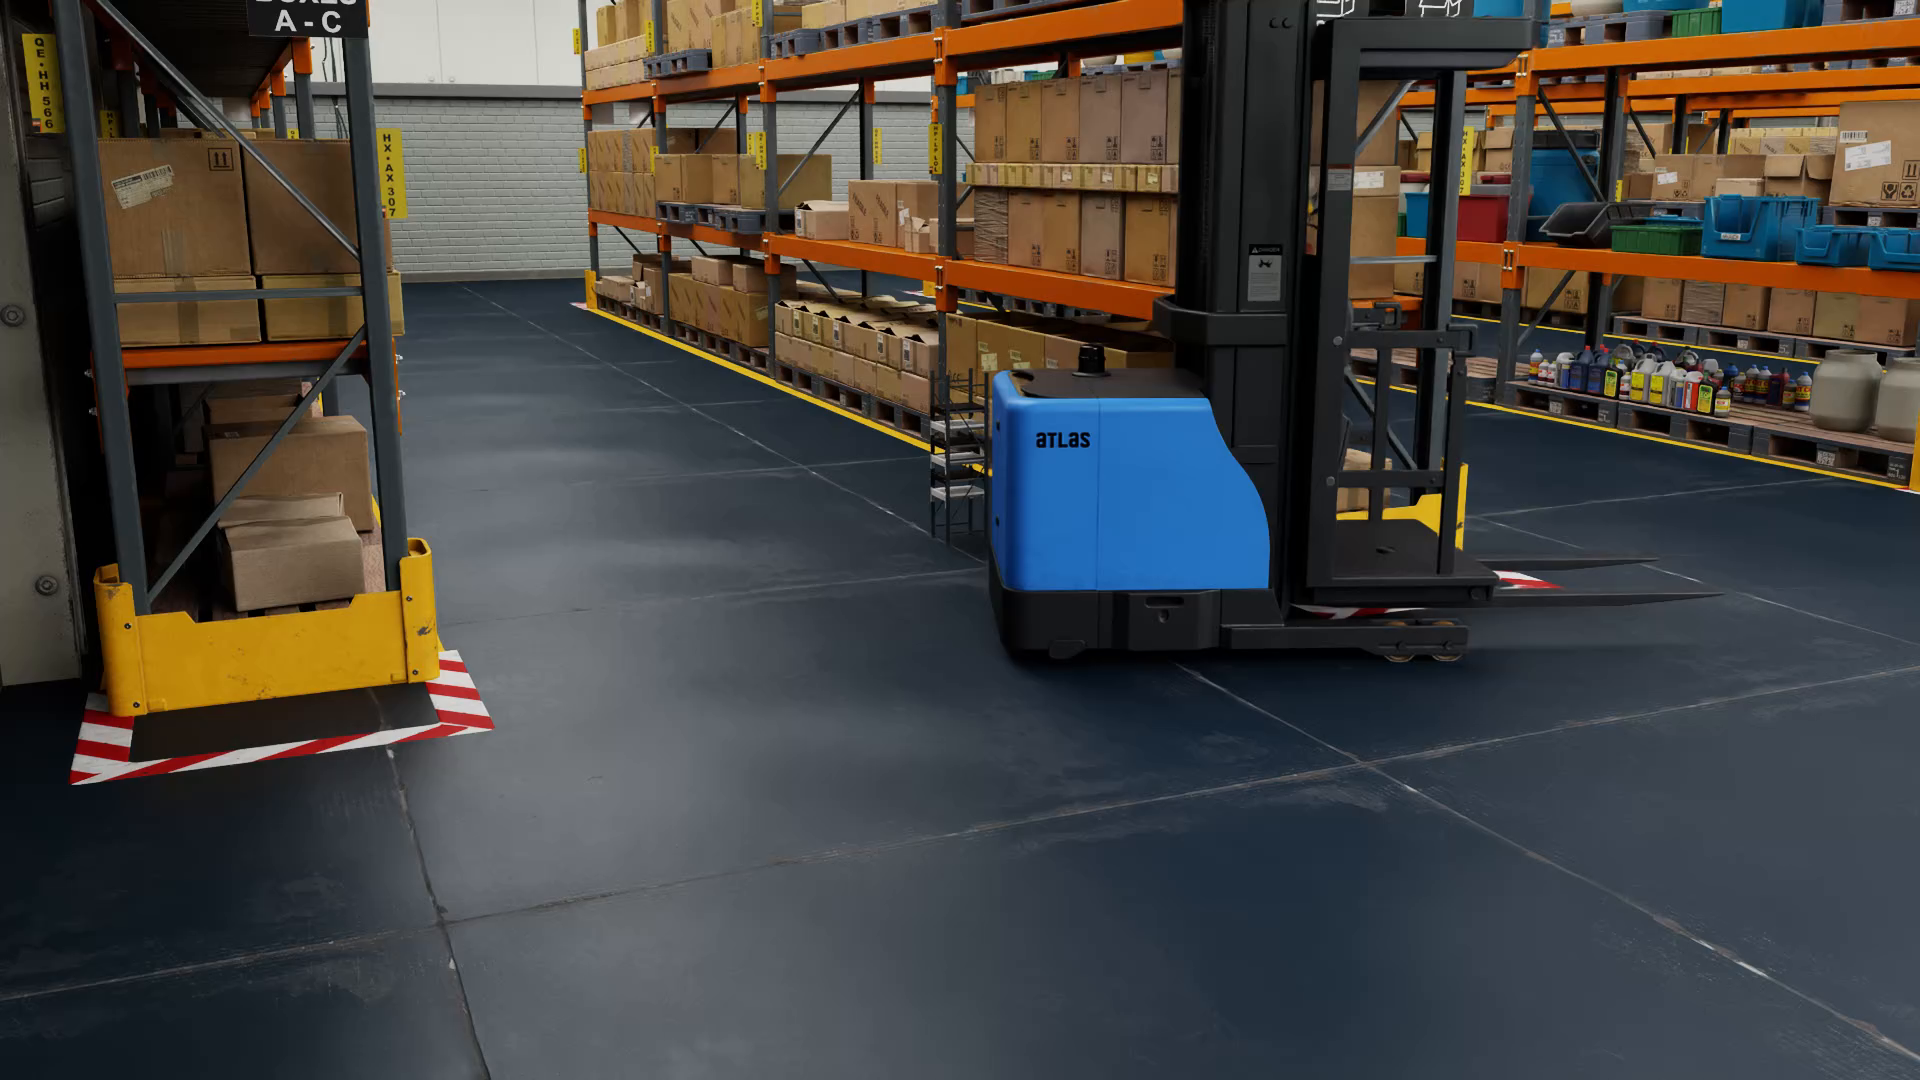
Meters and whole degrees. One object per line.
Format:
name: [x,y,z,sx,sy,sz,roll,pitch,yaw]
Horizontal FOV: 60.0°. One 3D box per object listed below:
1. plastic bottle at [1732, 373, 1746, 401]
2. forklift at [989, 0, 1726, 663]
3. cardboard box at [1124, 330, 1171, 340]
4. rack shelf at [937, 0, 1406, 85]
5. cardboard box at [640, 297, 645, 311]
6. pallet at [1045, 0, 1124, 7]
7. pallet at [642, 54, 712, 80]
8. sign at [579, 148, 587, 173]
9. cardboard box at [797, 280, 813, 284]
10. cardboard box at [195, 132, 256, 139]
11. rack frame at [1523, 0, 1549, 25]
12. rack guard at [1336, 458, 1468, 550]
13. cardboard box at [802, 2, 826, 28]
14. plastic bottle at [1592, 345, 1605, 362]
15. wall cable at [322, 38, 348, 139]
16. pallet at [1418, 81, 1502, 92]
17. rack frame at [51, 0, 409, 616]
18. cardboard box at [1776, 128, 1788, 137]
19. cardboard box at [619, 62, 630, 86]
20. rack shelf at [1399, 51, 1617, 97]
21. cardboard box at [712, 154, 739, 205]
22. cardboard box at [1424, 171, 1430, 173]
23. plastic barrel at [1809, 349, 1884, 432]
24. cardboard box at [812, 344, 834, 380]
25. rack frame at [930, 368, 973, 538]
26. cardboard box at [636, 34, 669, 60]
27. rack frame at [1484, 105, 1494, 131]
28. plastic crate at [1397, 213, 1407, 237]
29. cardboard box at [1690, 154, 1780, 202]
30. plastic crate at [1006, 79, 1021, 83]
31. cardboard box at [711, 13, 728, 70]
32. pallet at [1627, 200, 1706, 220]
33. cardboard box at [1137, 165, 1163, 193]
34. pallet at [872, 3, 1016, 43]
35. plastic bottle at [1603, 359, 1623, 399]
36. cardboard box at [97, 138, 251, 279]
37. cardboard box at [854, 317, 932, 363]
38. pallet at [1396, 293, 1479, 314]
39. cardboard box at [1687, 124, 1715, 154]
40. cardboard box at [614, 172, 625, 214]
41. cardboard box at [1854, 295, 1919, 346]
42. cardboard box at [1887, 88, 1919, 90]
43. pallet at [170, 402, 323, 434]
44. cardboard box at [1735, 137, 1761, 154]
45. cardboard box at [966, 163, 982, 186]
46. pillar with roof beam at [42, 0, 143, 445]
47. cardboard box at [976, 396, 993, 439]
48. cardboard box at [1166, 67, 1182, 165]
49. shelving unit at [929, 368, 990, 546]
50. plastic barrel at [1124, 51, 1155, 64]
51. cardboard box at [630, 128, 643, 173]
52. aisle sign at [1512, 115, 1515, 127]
plastic bottle: [5.816,-1.143,12.388,0.097,0.201,0.097,0,13,0]
forklift: [1.664,-1.049,6.904,3.031,2.935,1.130,-1,13,-2]
cardboard box: [1.324,-1.002,10.052,0.500,0.500,0.500,-6,14,-23]
rack shelf: [1.133,-2.855,9.497,1.077,0.370,4.000,-6,14,-23]
cardboard box: [-3.566,-2.800,19.662,0.380,0.149,0.250,-6,14,-23]
pallet: [1.182,-3.150,9.372,1.003,0.211,1.213,-6,14,-23]
pallet: [-2.676,-5.039,17.754,1.213,0.211,1.003,-6,14,-23]
sign: [-4.972,-5.009,21.942,0.100,0.325,0.005,-6,14,-23]
cardboard box: [-1.816,-2.419,17.239,0.500,0.500,0.500,-6,14,-25]
cardboard box: [-5.500,-2.981,12.462,0.380,0.149,0.250,-8,15,-32]
rack frame: [4.872,-5.527,12.793,1.000,3.000,0.127,-6,14,-23]
rack guard: [1.943,-0.108,8.229,1.175,0.500,0.348,-6,14,-23]
cardboard box: [-1.037,-4.488,14.358,0.500,0.250,0.500,-7,15,-27]
plastic bottle: [4.947,-1.337,12.892,0.144,0.351,0.185,-6,14,-23]
wall cable: [-10.951,-6.799,25.177,3.097,2.526,0.112,-6,14,-23]
pallet: [6.618,-5.887,21.428,0.805,0.209,1.217,-6,14,-25]
rack frame: [-2.604,-0.883,6.032,1.000,3.000,0.127,-6,14,-23]
cardboard box: [14.078,-6.910,28.196,0.380,0.149,0.250,-5,14,-22]
cardboard box: [-3.710,-5.482,19.583,0.500,0.250,0.500,-6,14,-23]
rack shelf: [4.070,-4.128,14.997,1.077,0.370,4.000,-6,14,-23]
cardboard box: [-2.109,-3.704,17.069,0.700,0.500,0.500,-10,16,-37]
cardboard box: [6.363,-4.532,21.575,0.500,0.500,0.500,-6,14,-23]
plastic barrel: [5.939,-1.003,11.137,0.421,0.512,0.421,0,13,0]
cardboard box: [-0.914,-1.504,13.880,0.500,0.250,0.500,-6,14,-24]
rack frame: [-0.044,-0.461,8.866,0.240,0.900,0.006,-6,14,-23]
cardboard box: [-3.317,-5.518,18.631,0.500,0.250,0.500,-6,14,-23]
rack frame: [9.188,-5.958,27.959,1.000,3.000,0.127,-6,14,-23]
plastic crate: [3.915,-2.835,14.937,0.450,0.188,0.662,-6,14,-23]
cardboard box: [8.376,-3.917,17.988,0.700,0.500,0.500,-3,13,-15]
plastic crate: [0.809,-5.818,21.289,0.293,0.136,0.466,-6,14,-23]
cardboard box: [-1.889,-4.794,16.056,0.910,0.500,0.500,-6,14,-23]
pallet: [8.191,-3.647,18.400,1.213,0.211,1.003,-6,14,-23]
cardboard box: [1.193,-1.971,9.072,0.380,0.149,0.250,-5,14,-21]
pallet: [-0.034,-3.707,12.005,0.805,0.209,1.217,-6,14,-25]
plastic bottle: [4.918,-1.214,12.511,0.061,0.283,0.133,-5,14,-20]
cardboard box: [-2.987,-1.263,6.300,0.500,0.500,0.500,-6,14,-24]
cardboard box: [-0.505,-1.564,12.897,0.500,0.311,0.500,-6,14,-23]
pallet: [6.583,-3.193,22.198,1.003,0.211,1.213,-6,14,-23]
cardboard box: [10.833,-5.927,24.729,0.500,0.500,0.500,-5,14,-22]
cardboard box: [-3.931,-4.256,20.387,0.500,0.500,0.500,-5,14,-22]
cardboard box: [9.184,-2.177,16.191,0.700,0.500,0.500,-7,15,-27]
cardboard box: [11.931,-5.910,20.879,0.500,0.500,0.500,-6,14,-23]
pallet: [-5.012,-0.764,11.702,1.003,0.211,1.213,-6,14,-23]
cardboard box: [13.828,-6.731,28.859,0.500,0.500,0.500,-6,14,-24]
cardboard box: [0.262,-2.449,11.139,0.380,0.149,0.250,-6,14,-23]
pillar with roof beam: [-2.135,-5.501,12.679,9.100,9.000,0.400,-6,14,-23]
cardboard box: [0.435,-0.796,10.821,0.500,0.250,0.500,-6,14,-23]
cardboard box: [1.522,-2.229,8.747,0.700,0.500,0.500,-6,14,-24]
shelving unit: [-0.003,-0.440,8.776,0.258,0.900,0.210,-6,14,-23]
plastic barrel: [2.219,-5.844,19.468,0.600,0.588,0.600,0,13,0]
cardboard box: [-3.521,-4.533,19.363,0.500,0.500,0.500,-6,14,-24]
aisle sign: [9.434,-7.267,27.849,0.394,0.787,0.004,-6,14,-23]
